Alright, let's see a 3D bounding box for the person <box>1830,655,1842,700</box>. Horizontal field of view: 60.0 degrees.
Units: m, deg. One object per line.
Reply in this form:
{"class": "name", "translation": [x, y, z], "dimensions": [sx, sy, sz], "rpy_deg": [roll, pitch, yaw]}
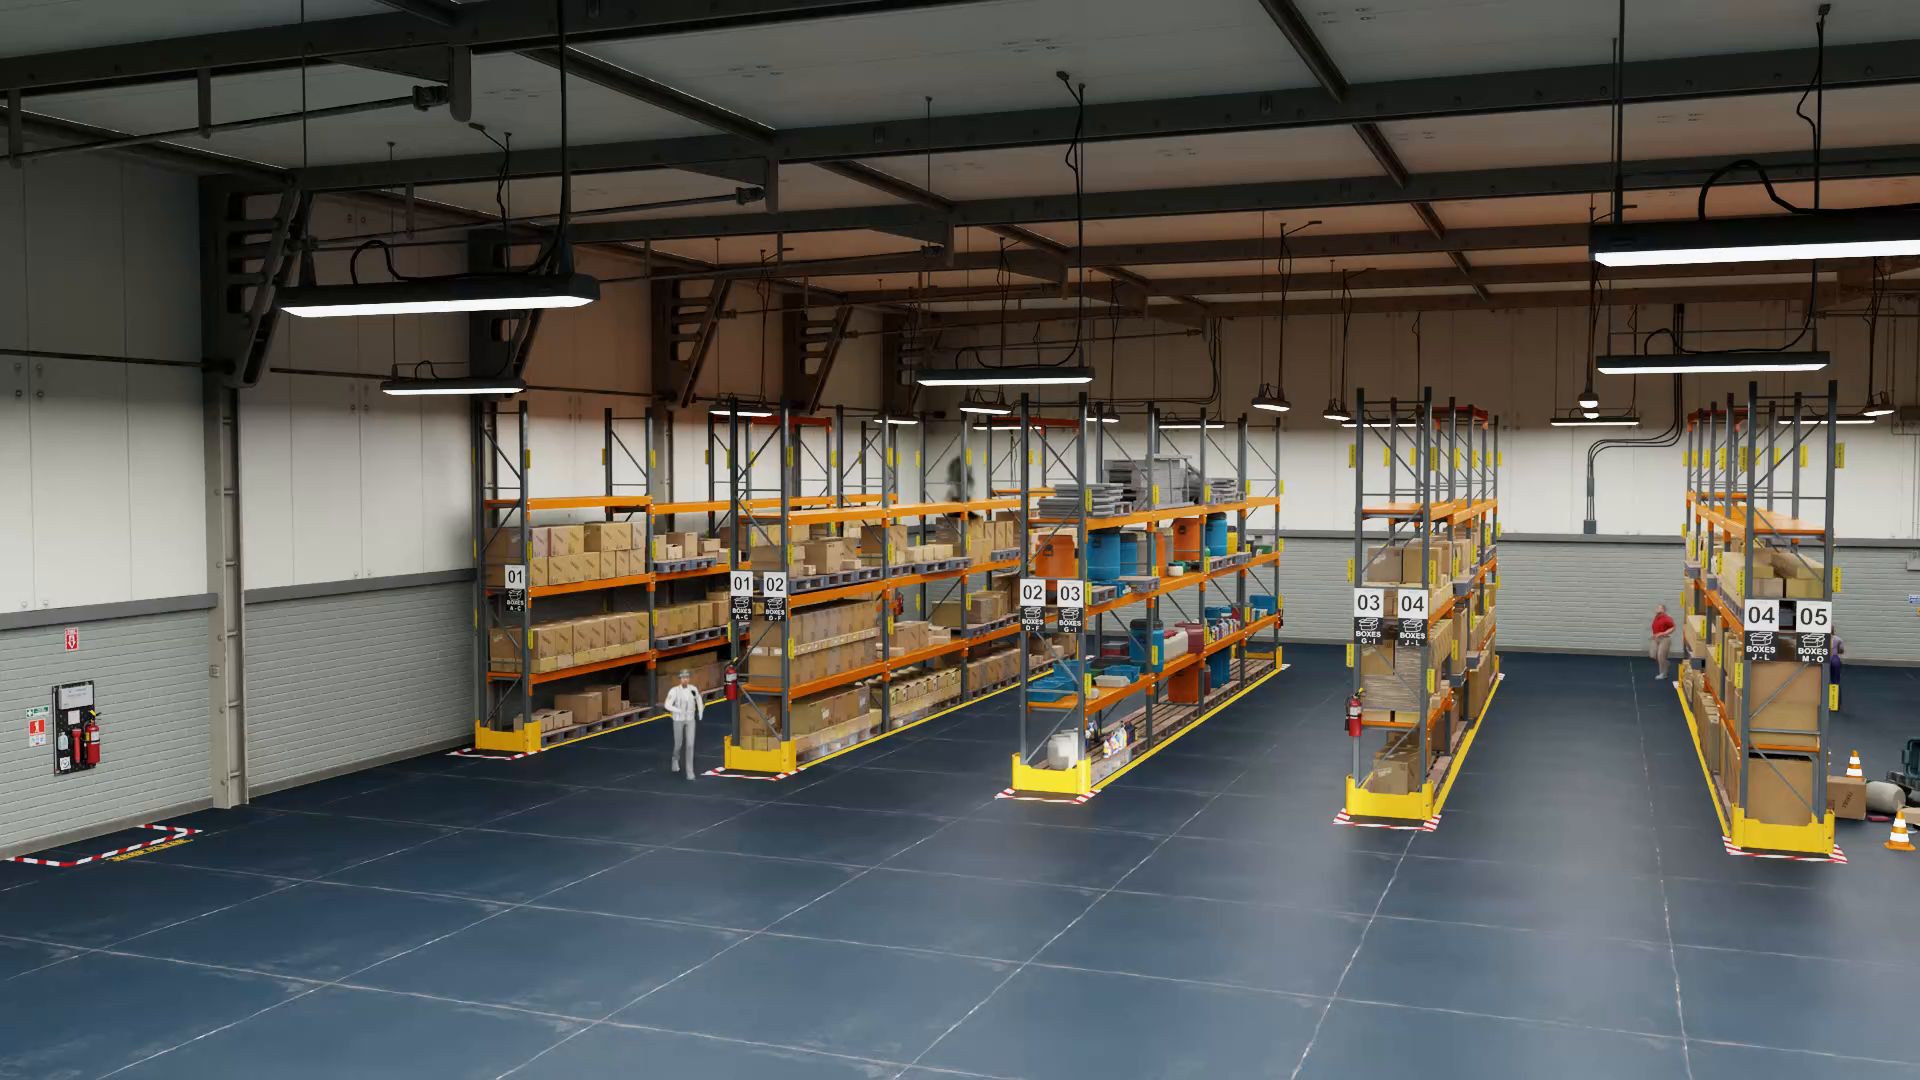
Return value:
{"class": "person", "translation": [17.596, 2.775, 33.636], "dimensions": [0.413, 0.923, 0.655], "rpy_deg": [0, 3, 9]}

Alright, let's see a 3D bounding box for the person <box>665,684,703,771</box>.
{"class": "person", "translation": [-4.369, 2.944, 26.292], "dimensions": [0.632, 1.373, 0.654], "rpy_deg": [-1, 3, -21]}

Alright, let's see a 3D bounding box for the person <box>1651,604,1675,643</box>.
{"class": "person", "translation": [15.955, 1.918, 37.899], "dimensions": [0.536, 0.895, 0.649], "rpy_deg": [-1, 3, -21]}
